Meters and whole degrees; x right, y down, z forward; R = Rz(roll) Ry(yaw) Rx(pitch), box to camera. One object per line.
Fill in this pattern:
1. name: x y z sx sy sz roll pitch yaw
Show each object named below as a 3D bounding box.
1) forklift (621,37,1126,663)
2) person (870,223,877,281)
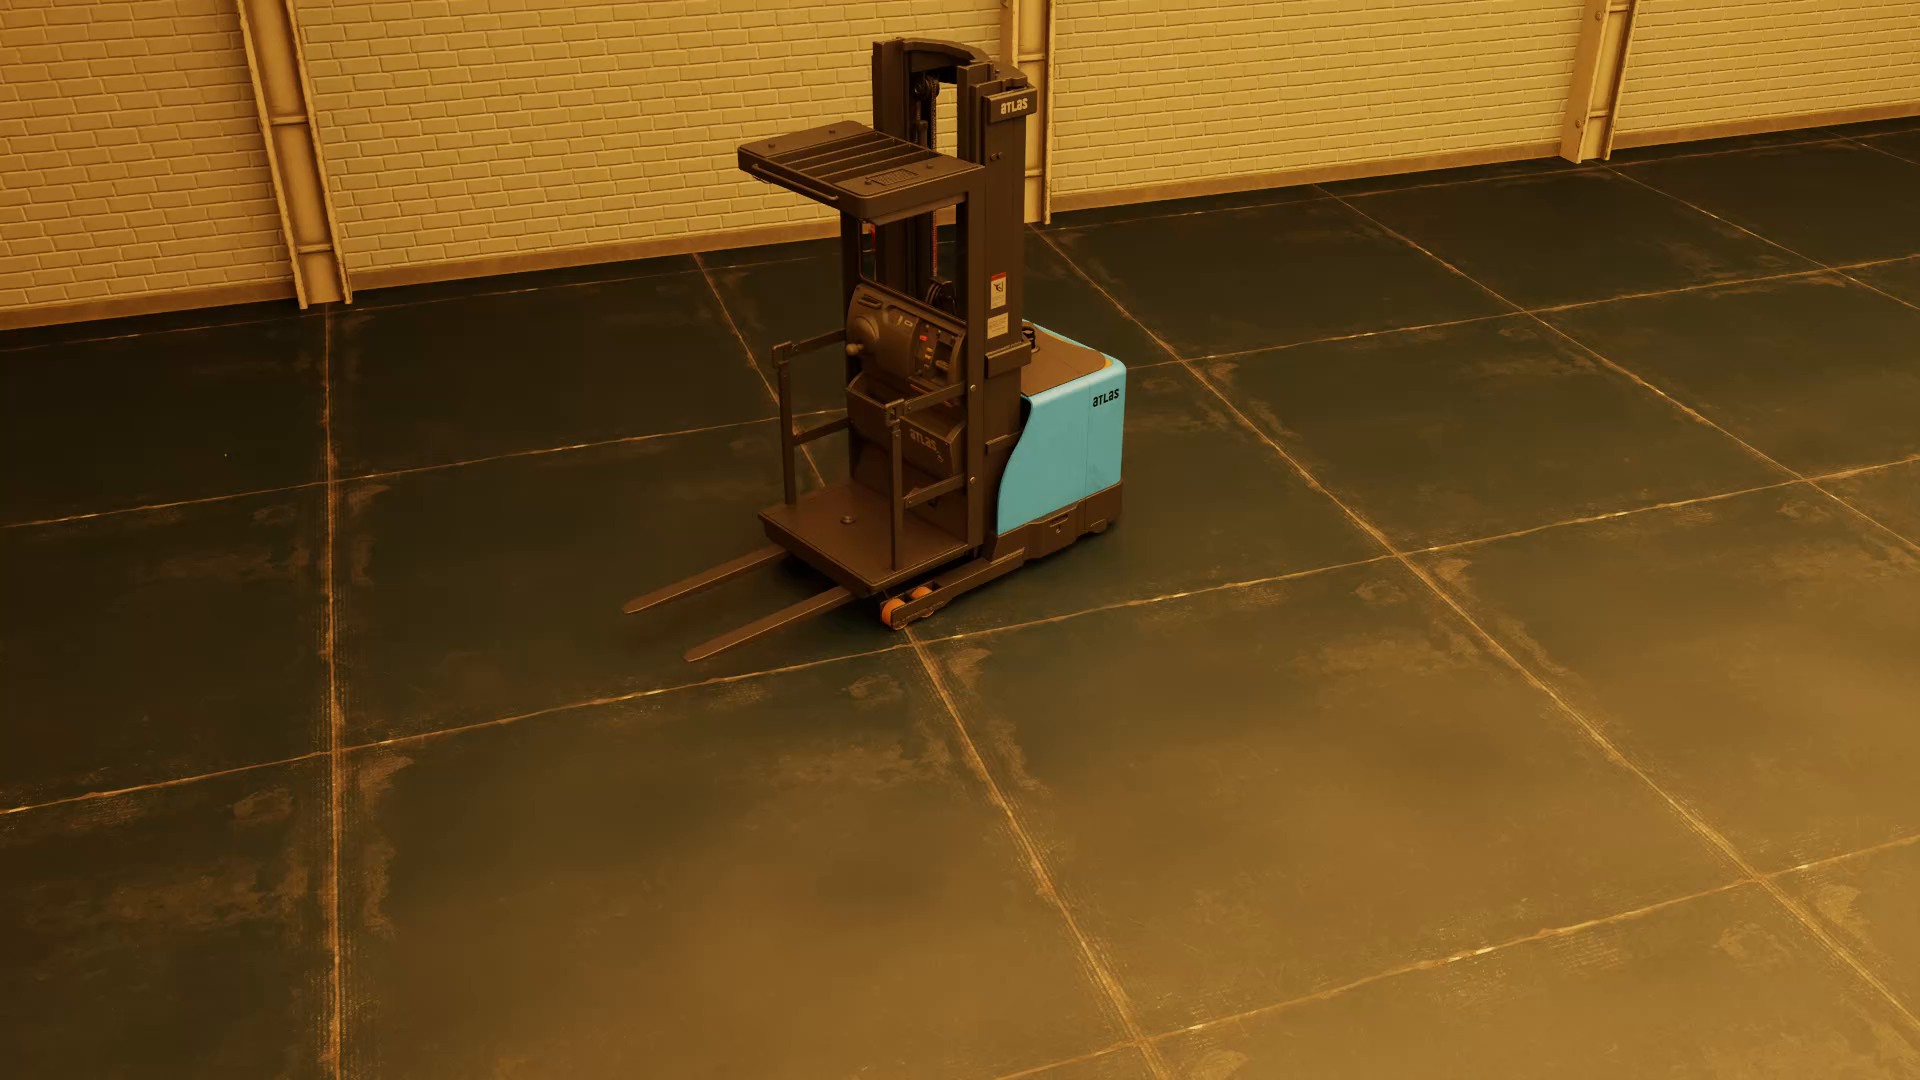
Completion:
1. forklift: -0.461 -1.072 8.951 3.031 2.935 1.130 -23 37 -34
2. person: -0.331 -1.778 11.369 0.551 1.727 0.641 -2 30 -3
